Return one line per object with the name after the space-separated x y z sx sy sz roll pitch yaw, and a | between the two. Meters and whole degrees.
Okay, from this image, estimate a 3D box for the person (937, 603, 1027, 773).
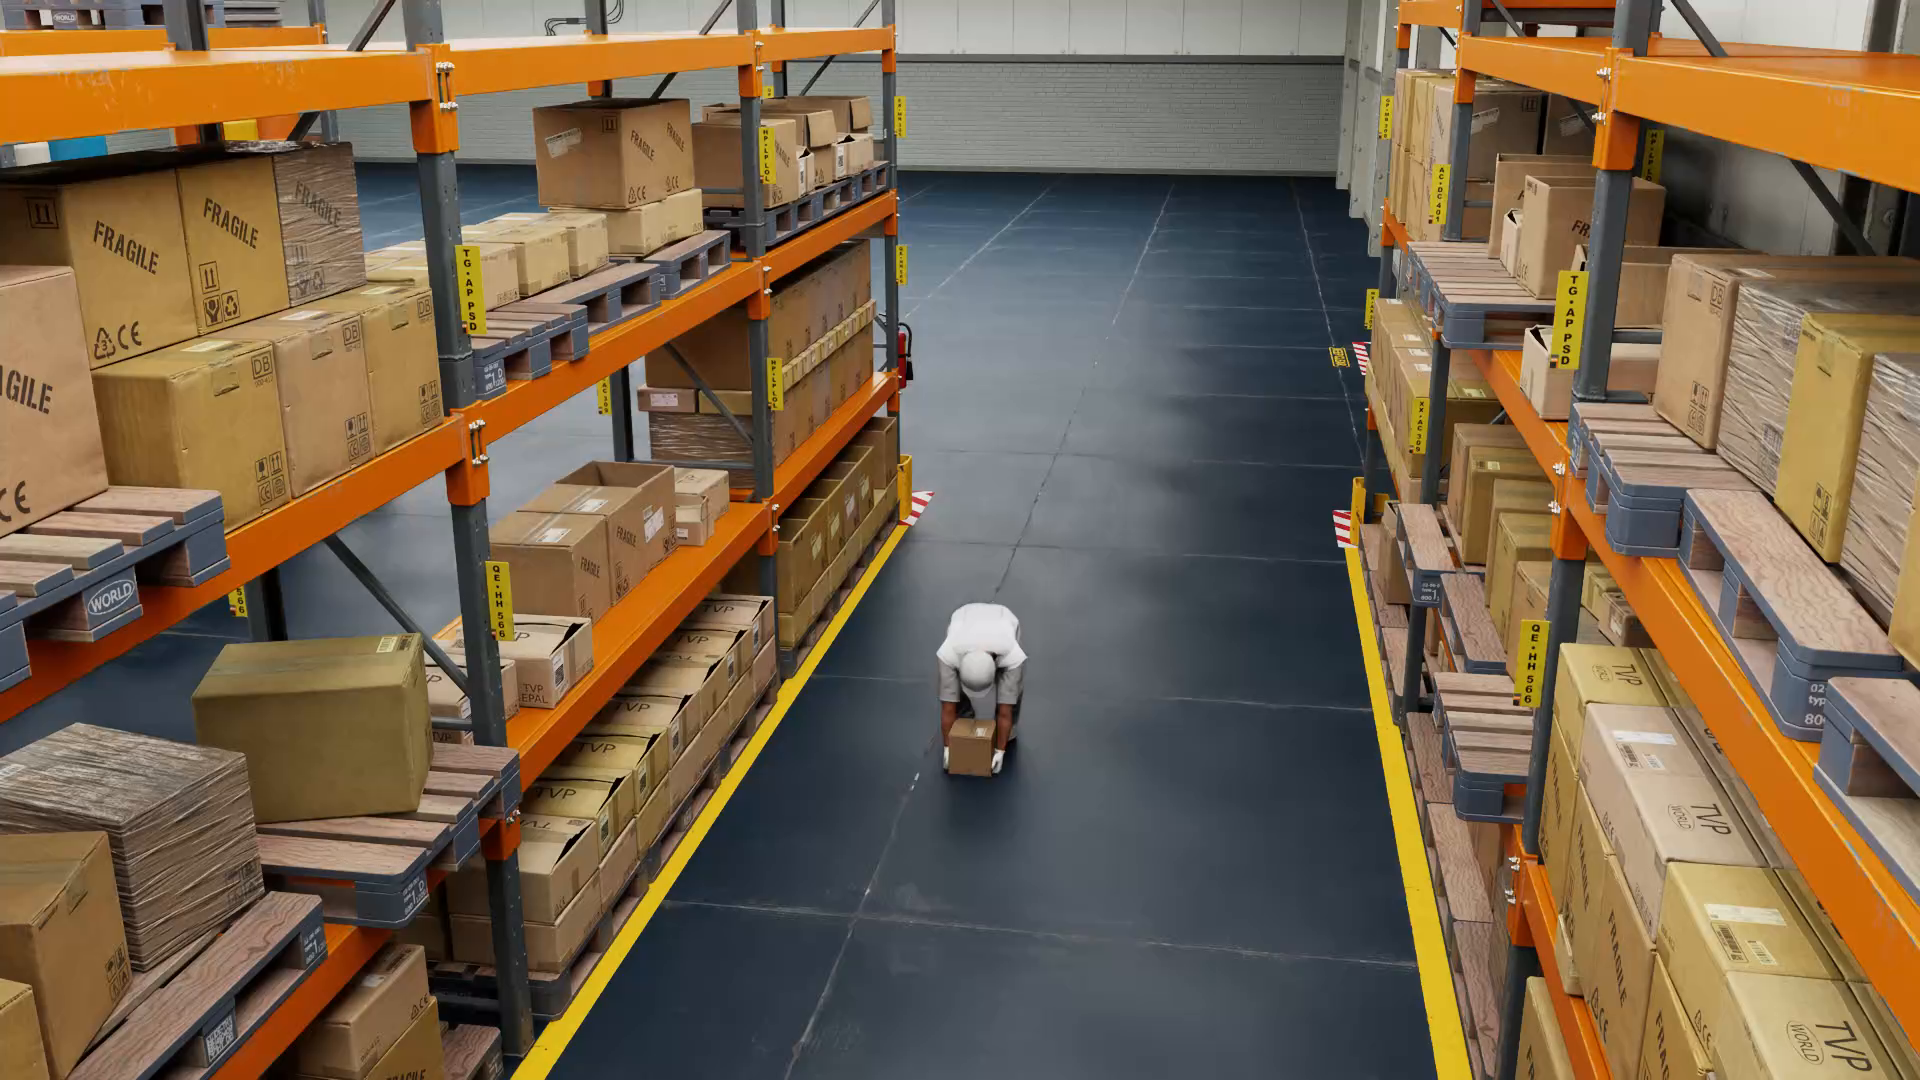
0.138 0.859 9.943 0.545 0.845 0.992 2 18 7 | person
